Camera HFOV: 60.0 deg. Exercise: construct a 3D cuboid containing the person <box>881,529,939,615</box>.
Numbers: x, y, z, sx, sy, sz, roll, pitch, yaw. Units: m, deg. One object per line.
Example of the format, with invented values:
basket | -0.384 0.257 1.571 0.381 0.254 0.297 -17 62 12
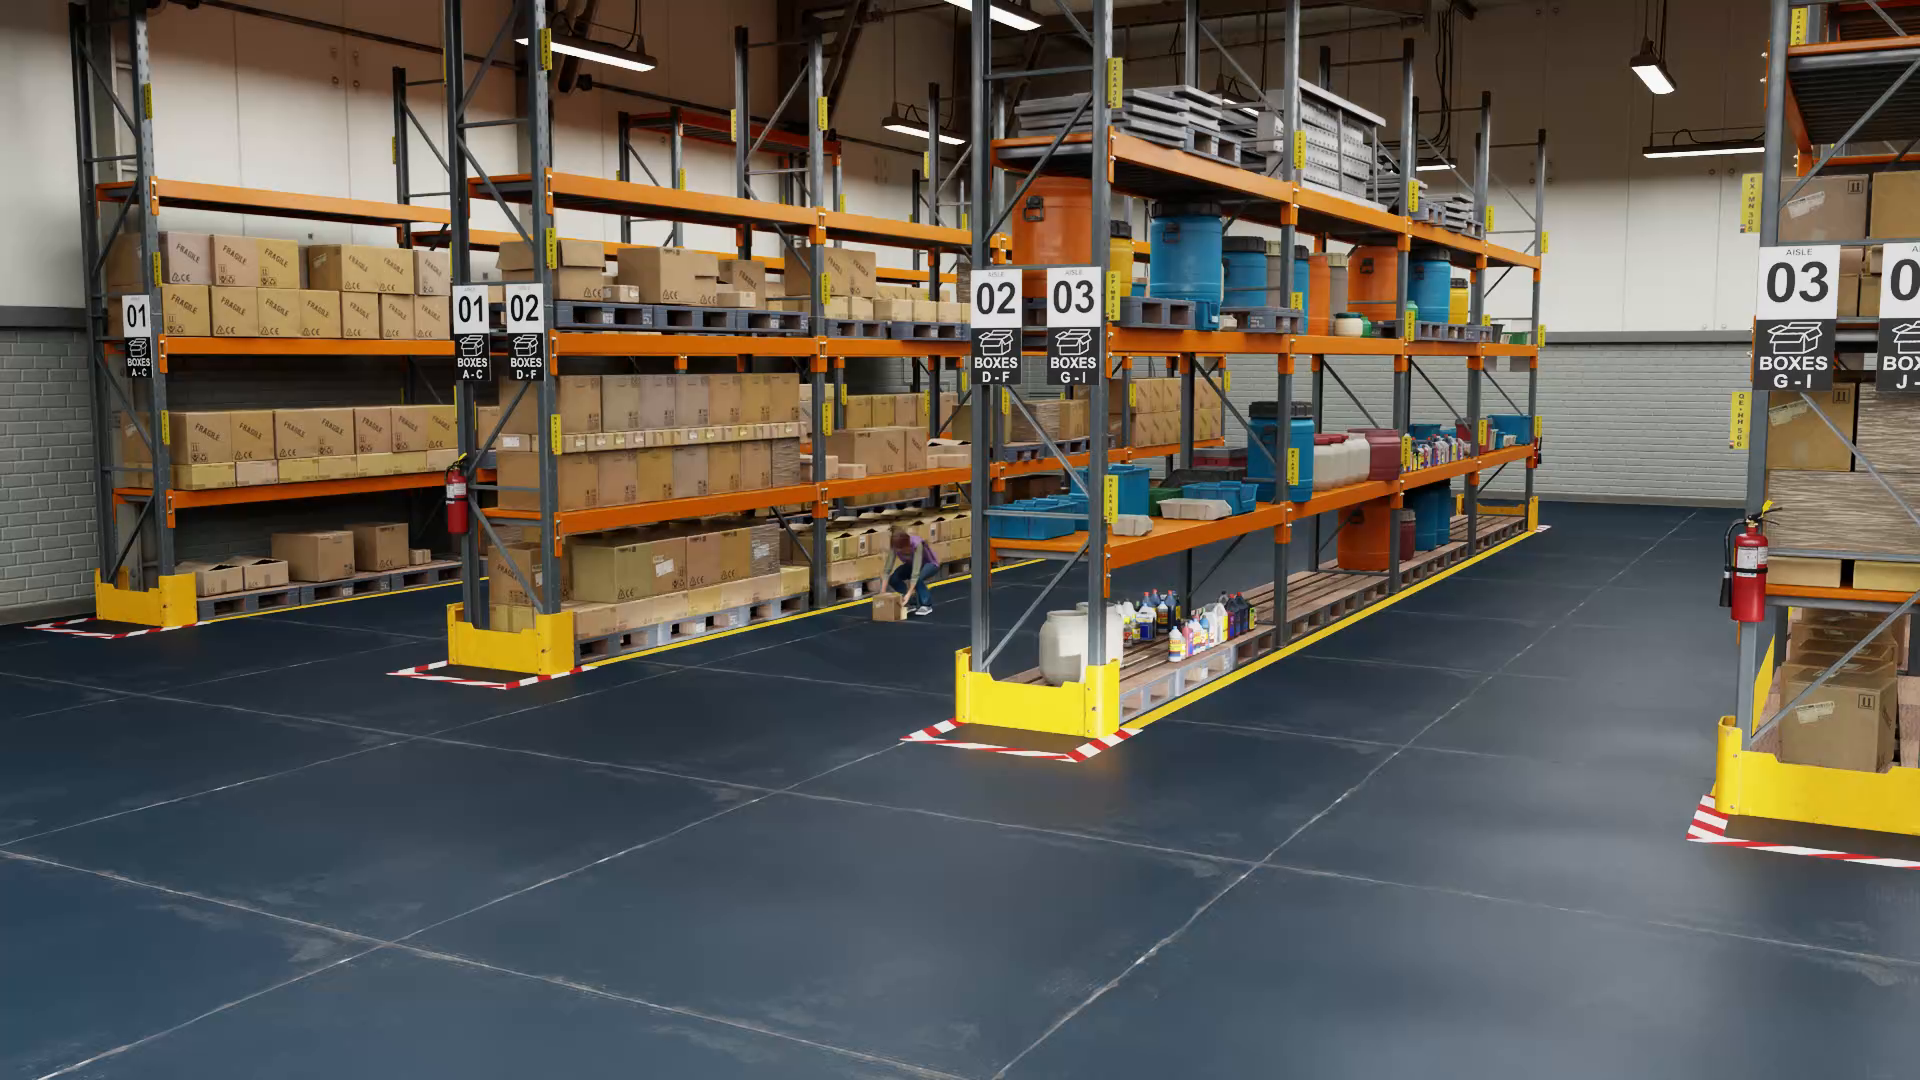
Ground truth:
person | -0.489 0.318 16.890 0.448 0.898 0.792 4 7 32
